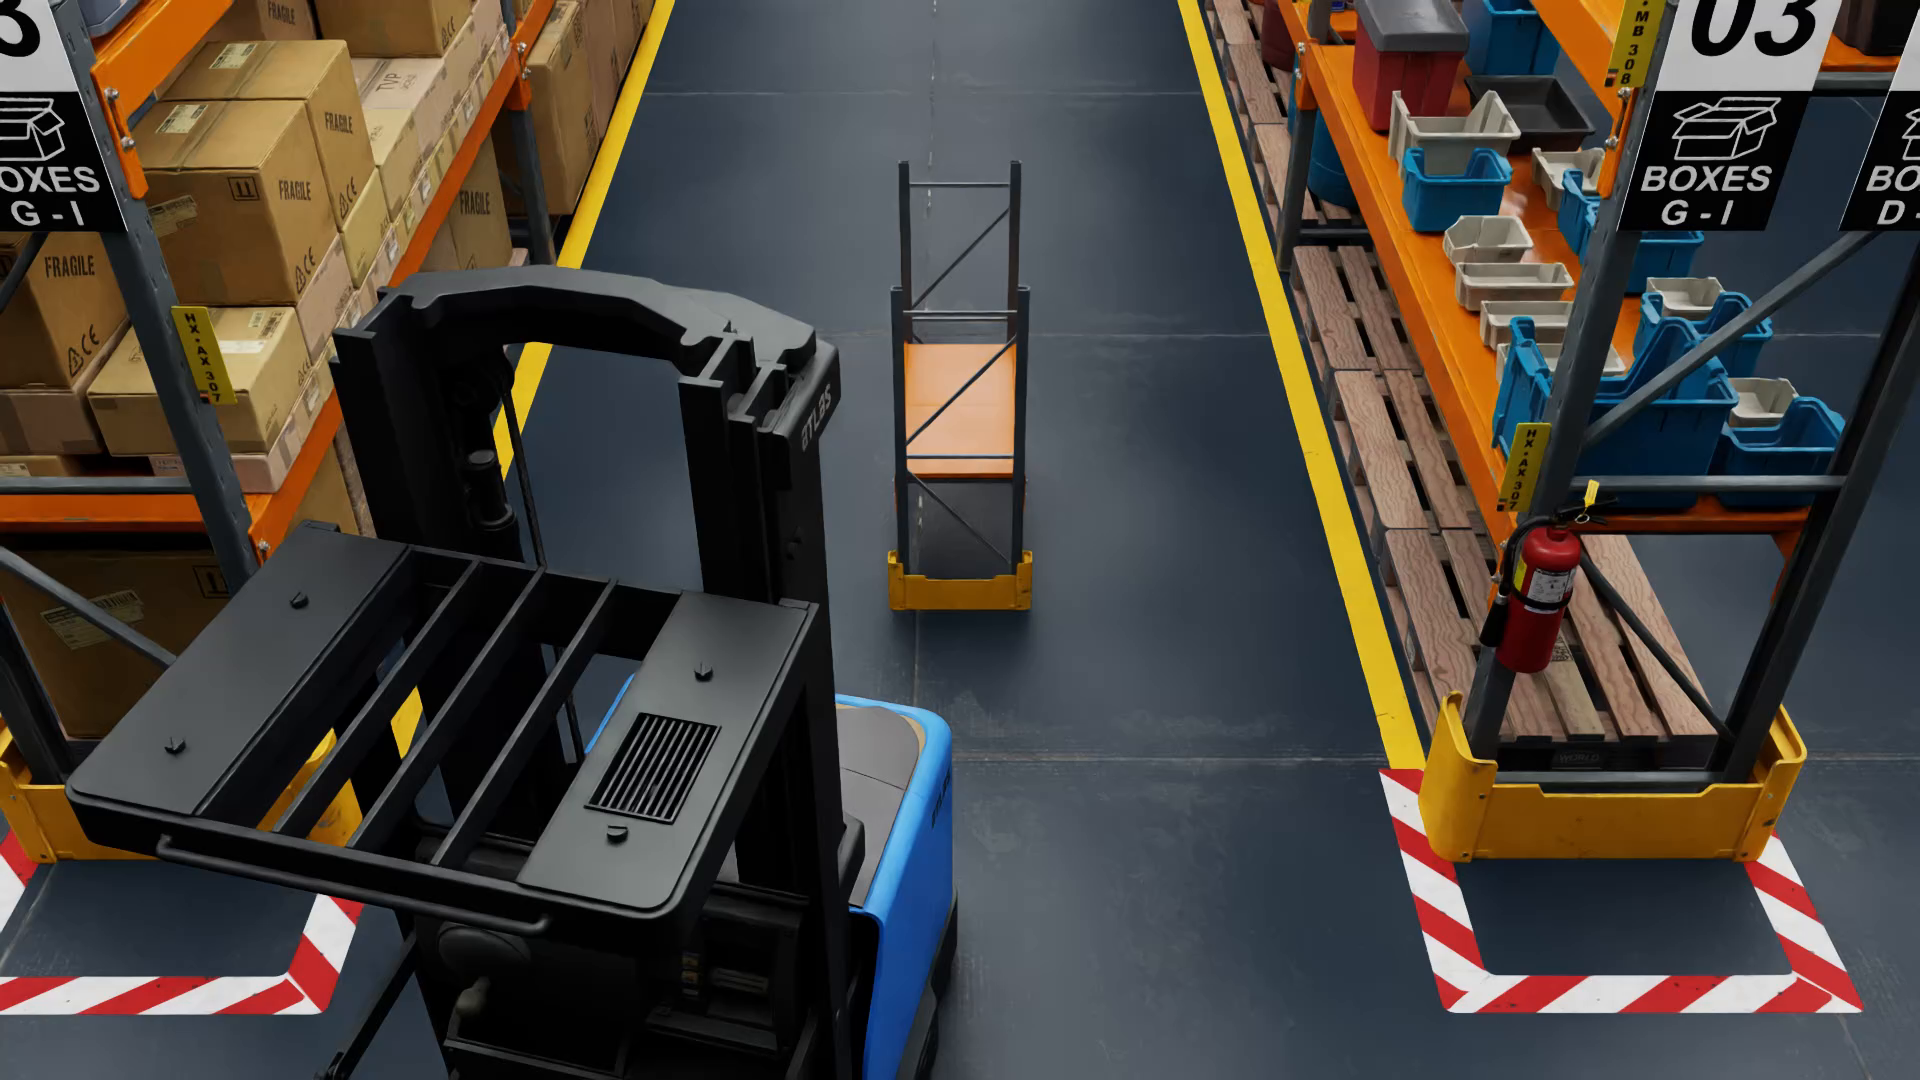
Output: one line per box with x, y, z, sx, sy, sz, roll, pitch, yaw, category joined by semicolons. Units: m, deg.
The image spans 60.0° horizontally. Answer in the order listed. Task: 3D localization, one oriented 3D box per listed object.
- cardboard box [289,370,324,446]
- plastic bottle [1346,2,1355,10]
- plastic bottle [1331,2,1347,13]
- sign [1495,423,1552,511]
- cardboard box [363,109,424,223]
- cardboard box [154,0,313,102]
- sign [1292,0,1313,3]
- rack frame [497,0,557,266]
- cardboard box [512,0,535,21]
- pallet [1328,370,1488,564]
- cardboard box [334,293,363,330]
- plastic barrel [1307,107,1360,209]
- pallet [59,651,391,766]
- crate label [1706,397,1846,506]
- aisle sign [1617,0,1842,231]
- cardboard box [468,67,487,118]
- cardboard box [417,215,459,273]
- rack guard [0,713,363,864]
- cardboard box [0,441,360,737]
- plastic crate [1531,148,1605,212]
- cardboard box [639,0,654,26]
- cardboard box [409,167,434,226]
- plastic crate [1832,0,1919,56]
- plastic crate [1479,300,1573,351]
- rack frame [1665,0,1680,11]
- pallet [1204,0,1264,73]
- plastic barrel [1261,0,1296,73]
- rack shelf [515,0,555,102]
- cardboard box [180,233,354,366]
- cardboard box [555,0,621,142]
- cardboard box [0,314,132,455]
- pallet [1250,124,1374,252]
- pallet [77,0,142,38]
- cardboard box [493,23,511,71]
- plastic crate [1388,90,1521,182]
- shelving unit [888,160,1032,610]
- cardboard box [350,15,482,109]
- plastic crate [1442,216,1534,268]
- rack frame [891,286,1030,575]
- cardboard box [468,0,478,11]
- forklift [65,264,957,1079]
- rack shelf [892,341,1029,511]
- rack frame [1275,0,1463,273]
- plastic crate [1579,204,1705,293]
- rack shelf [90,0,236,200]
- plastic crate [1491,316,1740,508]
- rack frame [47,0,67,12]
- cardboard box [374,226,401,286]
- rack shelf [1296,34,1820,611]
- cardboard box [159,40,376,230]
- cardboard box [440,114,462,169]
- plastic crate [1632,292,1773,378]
-2.385;-0.444;5.606;0.380;0.149;0.250;-1;39;-1;cardboard box
2.036;-2.845;8.560;0.097;0.201;0.097;0;39;0;plastic bottle
1.911;-2.862;8.522;0.152;0.276;0.135;0;39;0;plastic bottle
1.690;-0.216;4.990;0.100;0.325;0.005;0;39;0;sign
-2.454;-1.483;6.584;0.500;0.250;0.500;-1;39;-1;cardboard box
-2.975;-2.078;6.726;0.500;0.500;0.500;-1;39;-1;cardboard box
1.685;-2.773;8.090;0.100;0.325;0.005;0;39;0;sign
-2.718;-2.661;8.171;1.000;3.000;0.127;0;39;0;rack frame
-2.468;-2.987;8.499;0.500;0.500;0.500;0;39;0;cardboard box
2.279;-0.351;7.520;1.003;0.211;1.213;0;39;0;pallet
-2.387;-0.767;6.009;0.380;0.149;0.250;-1;39;-1;cardboard box
2.252;-2.349;9.125;0.600;0.901;0.708;0;39;0;plastic barrel
-2.792;0.429;6.546;1.003;0.211;1.213;0;39;0;pallet
2.569;-0.275;5.281;0.416;0.233;0.303;0;39;0;crate label
1.947;-1.132;4.185;0.394;0.787;0.004;0;39;0;aisle sign
-2.389;-2.051;7.611;0.380;0.149;0.250;-1;39;-1;cardboard box
-2.796;-1.020;7.487;0.875;0.875;0.875;0;39;0;cardboard box
-2.713;0.831;5.813;1.175;0.500;0.348;0;39;0;rack guard
-2.794;0.106;6.082;0.875;0.875;0.875;0;39;0;cardboard box
2.538;-1.496;6.881;0.293;0.136;0.466;0;39;0;plastic crate
-2.742;-4.065;11.287;1.225;0.875;0.875;-2;39;-2;cardboard box
-2.389;-1.409;6.811;0.380;0.149;0.250;1;39;1;cardboard box
2.518;-1.523;4.458;0.497;0.269;0.590;0;39;0;plastic crate
2.072;-0.774;5.980;0.396;0.136;0.243;0;39;0;plastic crate
2.240;-2.504;3.178;1.000;3.000;0.127;0;39;0;rack frame
2.273;-3.584;11.554;1.003;0.211;1.213;0;39;0;pallet
2.249;-3.376;10.657;0.600;0.588;0.708;0;39;0;plastic barrel
-2.720;-3.631;9.957;1.077;0.370;4.000;0;39;0;rack shelf
-2.451;-0.842;5.784;0.500;0.250;0.500;0;39;-1;cardboard box
-2.740;-2.954;9.901;1.225;0.875;0.875;-1;39;-2;cardboard box
-2.979;-0.520;5.382;0.500;0.250;0.500;-1;39;-1;cardboard box
2.276;-2.059;9.650;1.003;0.211;1.213;0;39;0;pallet
-2.725;-1.759;4.719;1.003;0.211;1.213;0;39;0;pallet
-2.390;-2.372;8.012;0.380;0.149;0.250;0;39;0;cardboard box
2.053;-1.686;7.002;0.437;0.282;0.530;0;39;0;plastic crate
0.000;-0.633;6.840;0.587;1.500;1.083;0;39;0;shelving unit
-2.452;-2.119;7.377;0.500;0.250;0.500;1;39;1;cardboard box
2.028;-1.134;6.429;0.298;0.136;0.250;0;39;0;plastic crate
0.000;-0.321;6.451;0.500;1.500;0.032;0;39;0;rack frame
-2.450;-2.723;7.532;0.500;0.500;0.500;1;39;1;cardboard box
-0.861;1.025;3.628;1.130;2.935;3.031;9;40;11;forklift
0.000;-0.498;6.960;0.538;0.185;1.000;0;39;0;rack shelf
2.235;-2.664;8.176;1.000;3.000;0.127;0;39;0;rack frame
2.567;-1.099;6.308;0.416;0.233;0.300;0;39;0;plastic crate
-2.716;-2.300;5.898;1.077;0.370;4.000;0;39;0;rack shelf
2.053;-0.409;5.286;0.616;0.435;0.499;0;39;0;plastic crate
-2.713;-2.500;3.174;1.000;3.000;0.127;0;39;0;rack frame
-2.388;-1.087;6.409;0.380;0.149;0.250;0;39;-1;cardboard box
2.237;-1.133;6.840;1.077;0.370;4.000;0;39;0;rack shelf
-2.451;-1.446;5.939;0.500;0.500;0.500;-1;39;-1;cardboard box
-2.388;-1.729;7.209;0.380;0.149;0.250;1;39;1;cardboard box
2.568;-0.687;5.795;0.416;0.233;0.300;0;39;0;plastic crate
